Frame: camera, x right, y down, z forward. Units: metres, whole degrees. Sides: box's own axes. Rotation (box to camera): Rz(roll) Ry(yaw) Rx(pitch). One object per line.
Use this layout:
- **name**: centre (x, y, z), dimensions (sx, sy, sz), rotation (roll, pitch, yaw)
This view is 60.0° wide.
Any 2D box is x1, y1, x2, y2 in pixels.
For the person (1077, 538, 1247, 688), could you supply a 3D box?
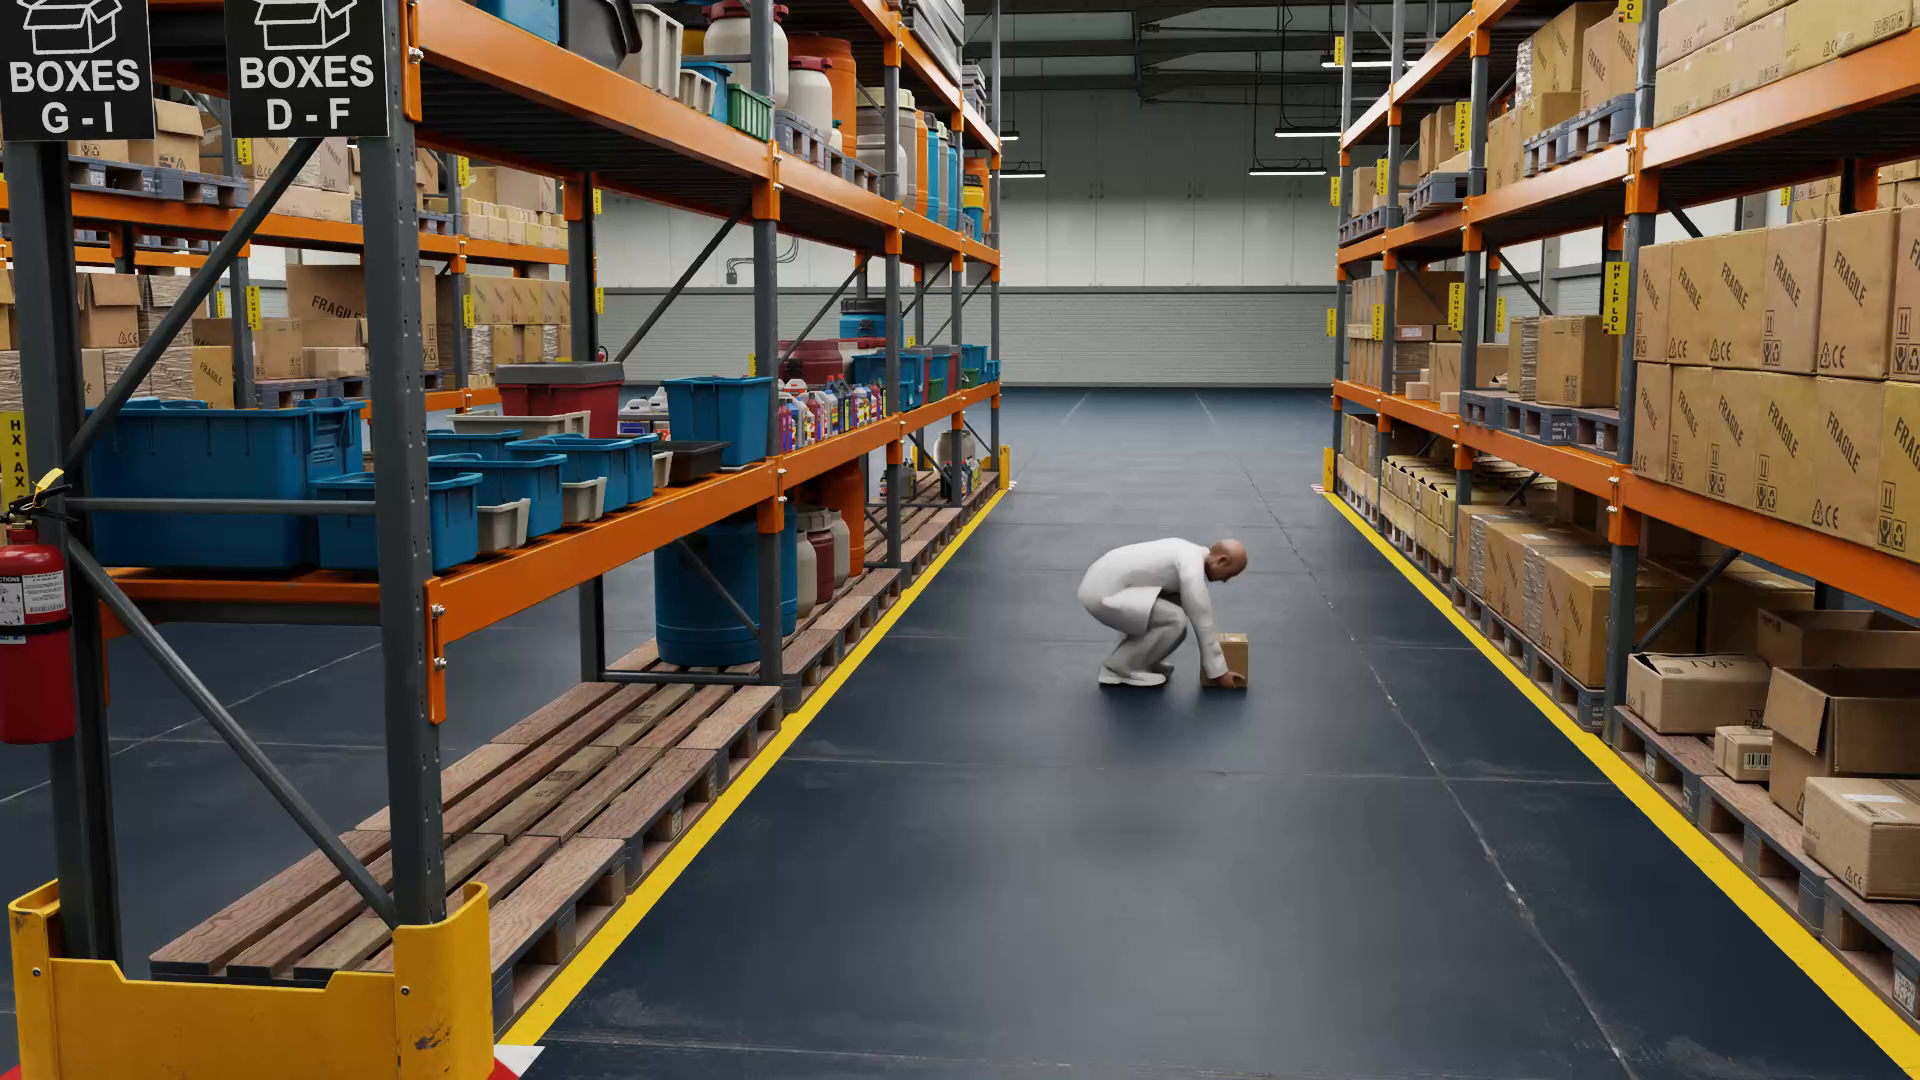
- **person**: centre (1.112, 0.403, 9.169), dimensions (0.929, 0.814, 0.570), rotation (1, 7, 5)
